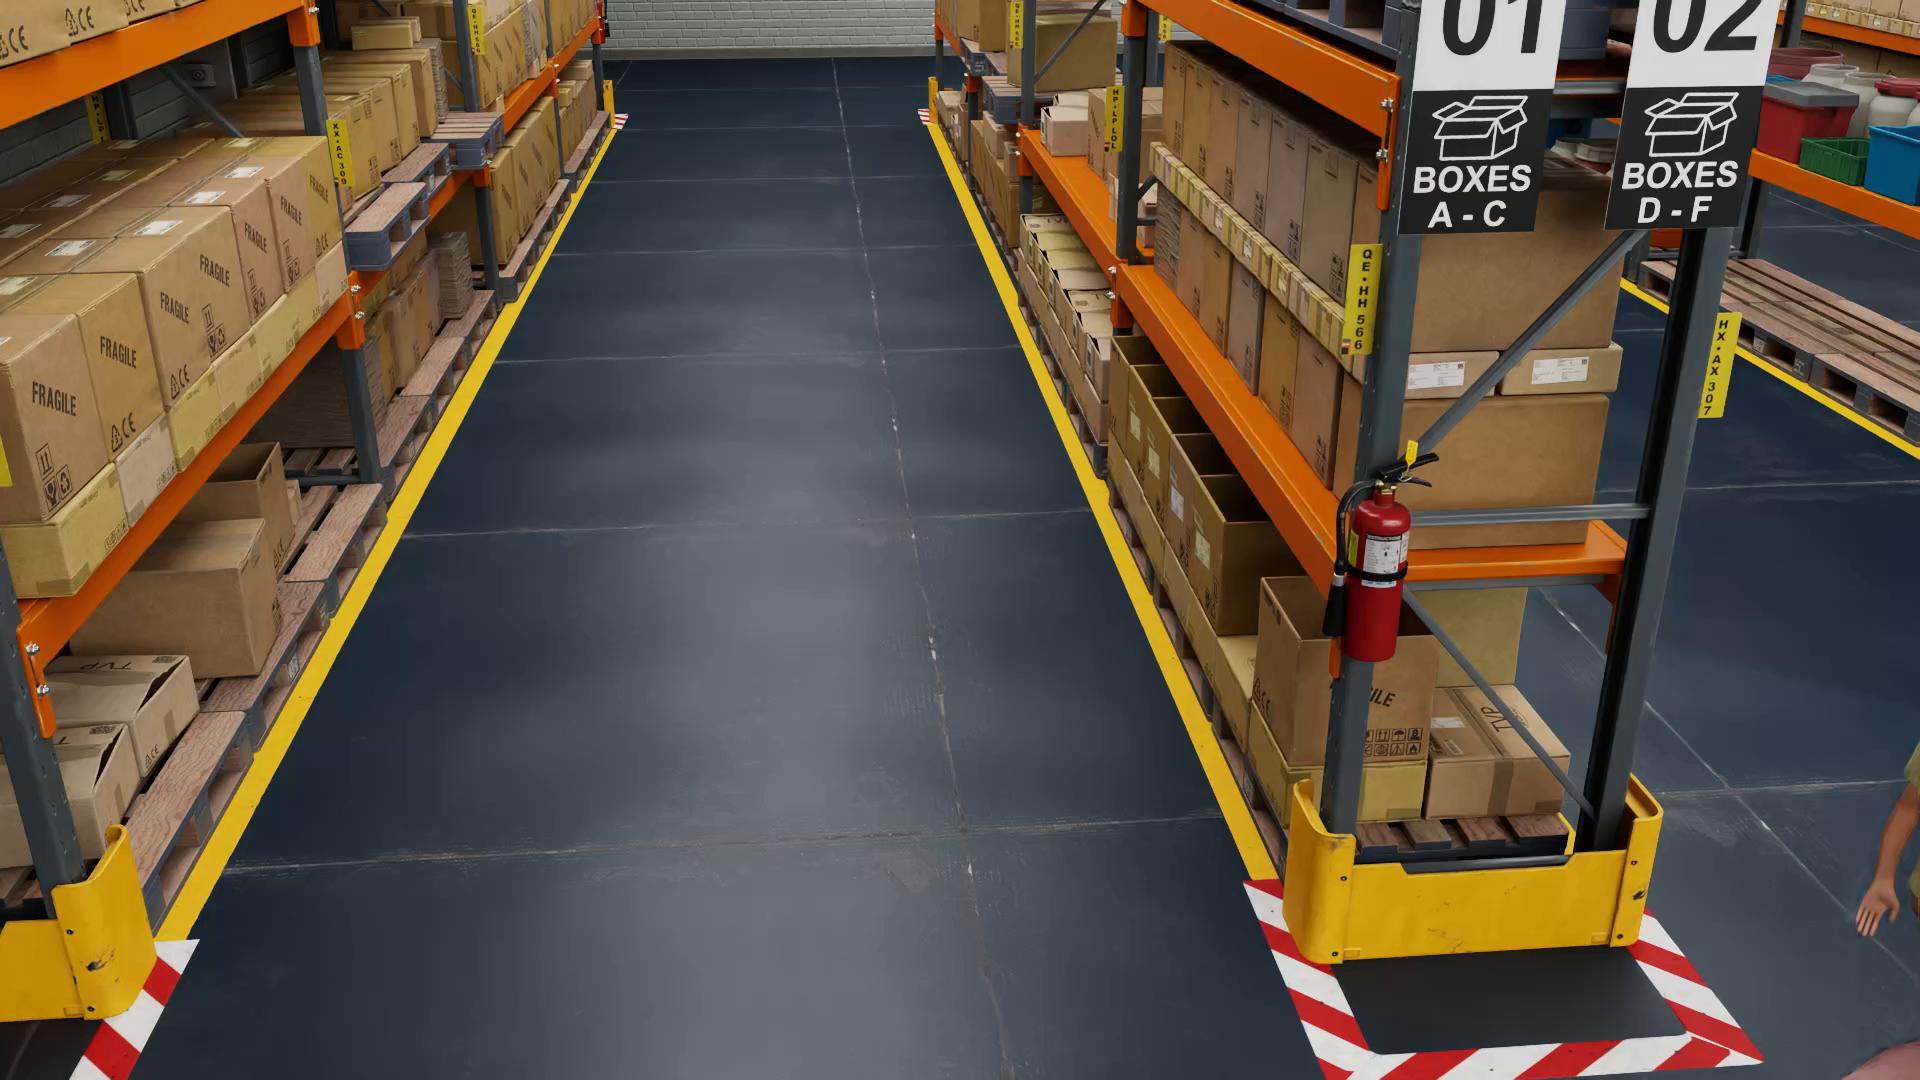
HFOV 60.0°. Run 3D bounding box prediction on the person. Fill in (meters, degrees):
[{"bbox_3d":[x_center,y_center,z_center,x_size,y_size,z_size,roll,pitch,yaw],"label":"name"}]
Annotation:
[{"bbox_3d":[2.654,0.982,4.386,0.991,1.617,0.436,-3,24,-7],"label":"person"}]
